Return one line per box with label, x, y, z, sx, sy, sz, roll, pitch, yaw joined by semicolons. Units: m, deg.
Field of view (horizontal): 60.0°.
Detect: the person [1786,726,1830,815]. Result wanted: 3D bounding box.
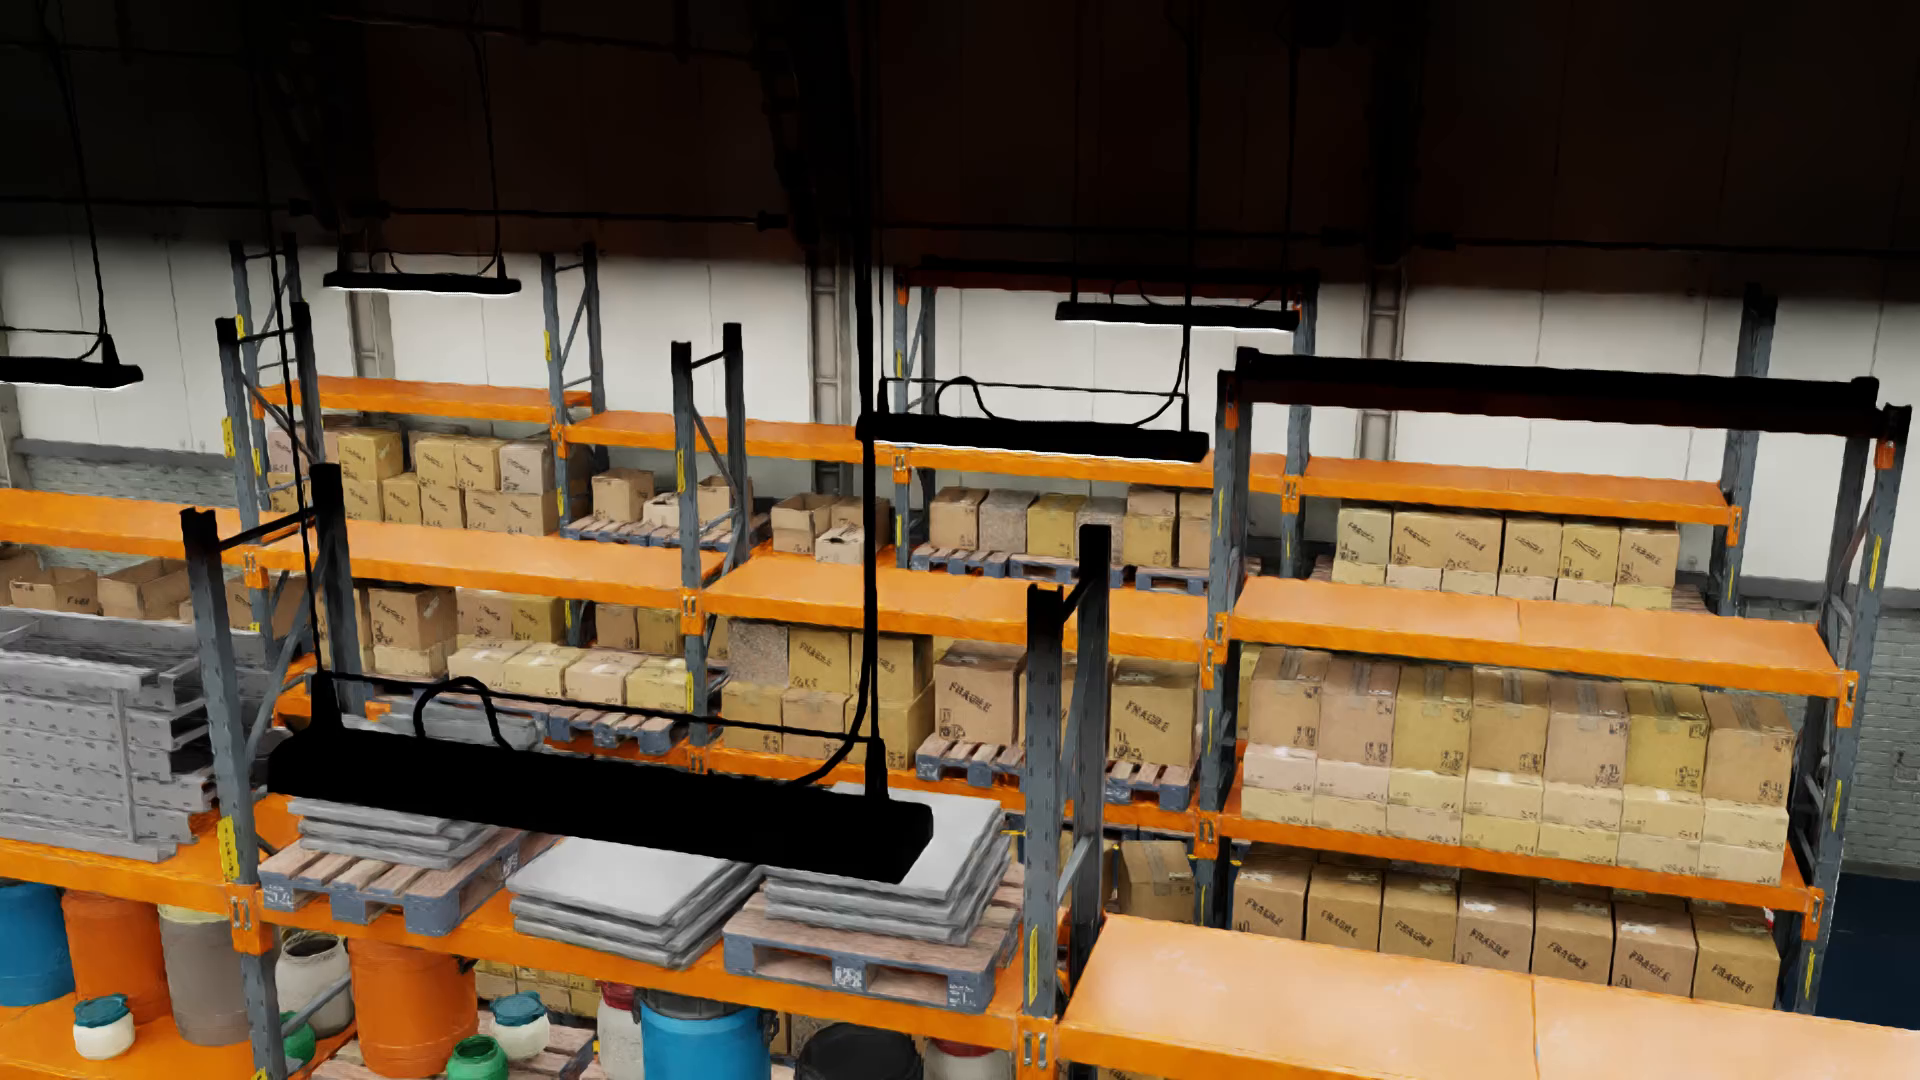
person;8.337;2.625;16.547;0.518;1.726;0.555;-11;20;-34
